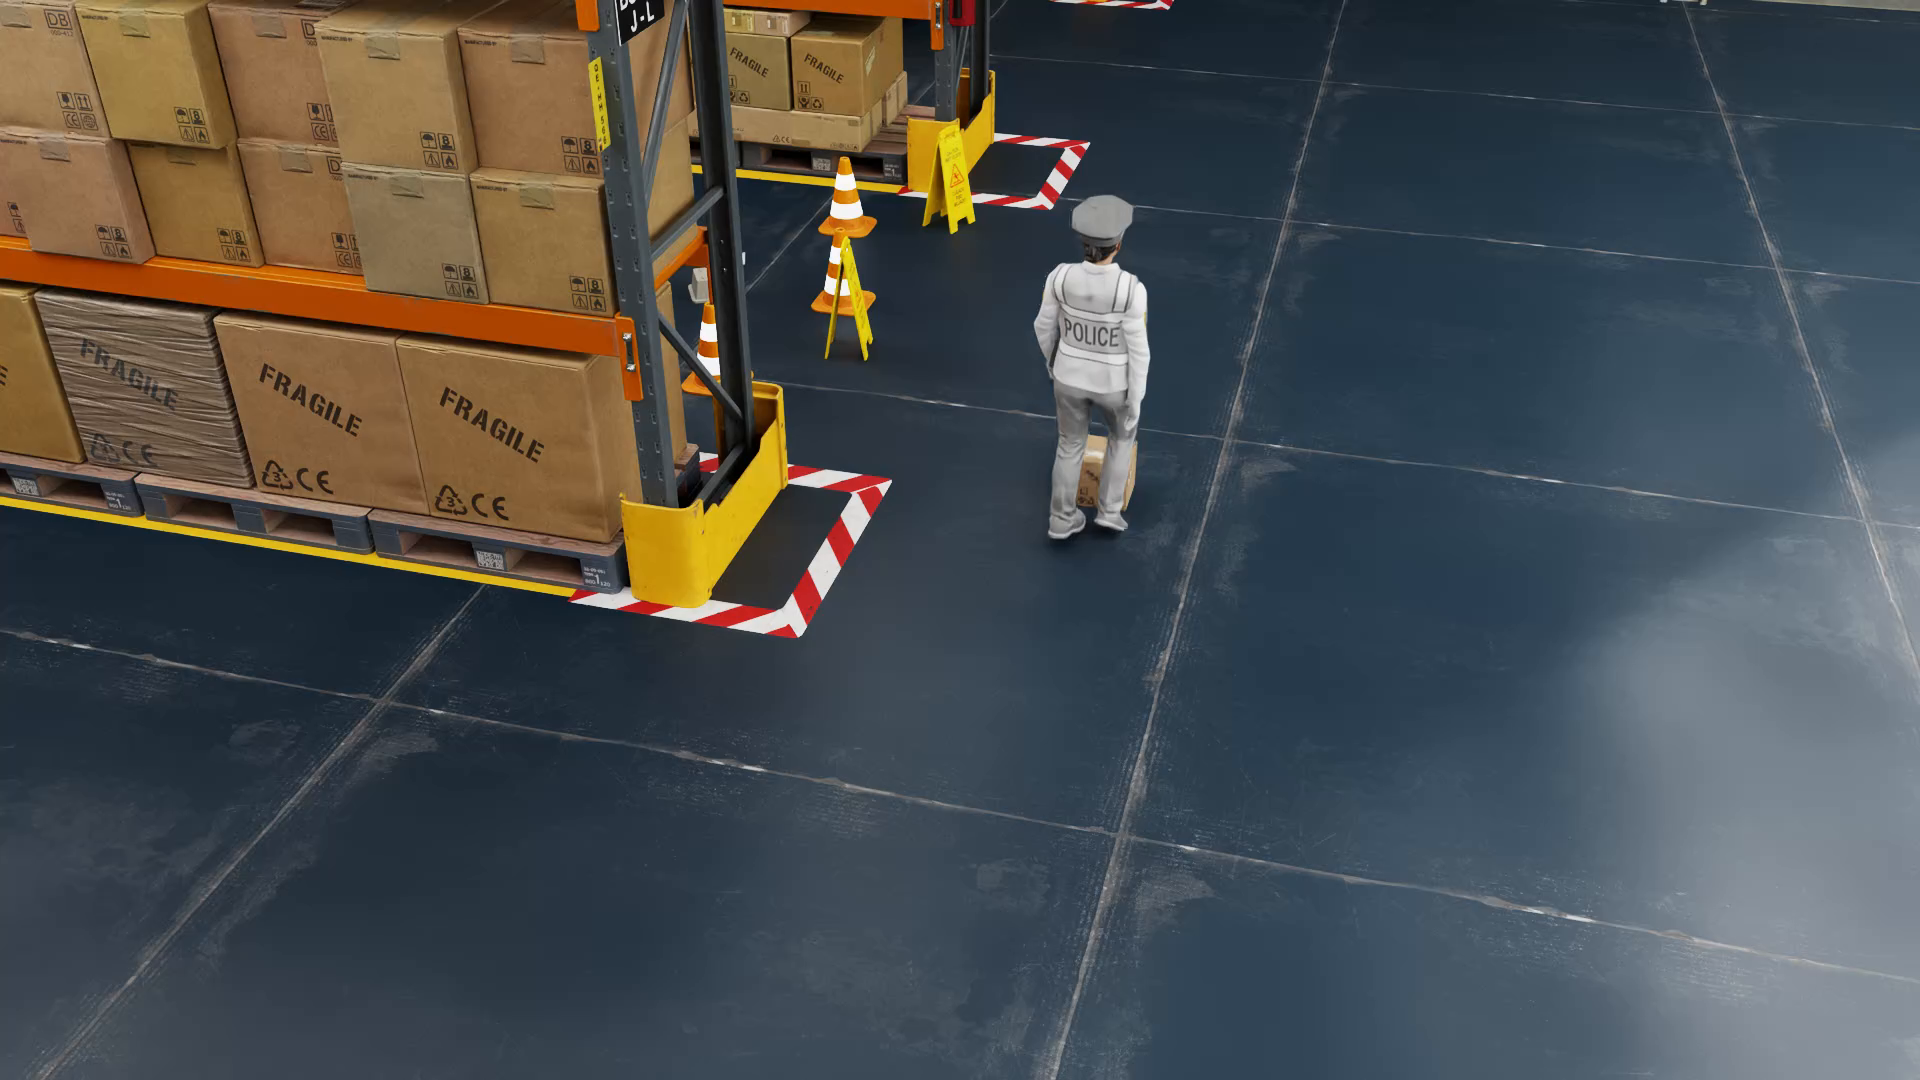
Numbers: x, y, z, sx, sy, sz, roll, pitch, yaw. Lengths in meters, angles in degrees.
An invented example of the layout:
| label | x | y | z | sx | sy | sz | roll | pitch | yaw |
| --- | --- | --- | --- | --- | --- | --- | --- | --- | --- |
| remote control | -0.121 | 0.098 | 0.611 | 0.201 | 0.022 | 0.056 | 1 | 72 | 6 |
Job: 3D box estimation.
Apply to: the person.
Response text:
| label | x | y | z | sx | sy | sz | roll | pitch | yaw |
| --- | --- | --- | --- | --- | --- | --- | --- | --- | --- |
| person | 0.587 | -0.682 | 7.213 | 0.531 | 1.753 | 0.534 | 11 | 35 | 17 |
